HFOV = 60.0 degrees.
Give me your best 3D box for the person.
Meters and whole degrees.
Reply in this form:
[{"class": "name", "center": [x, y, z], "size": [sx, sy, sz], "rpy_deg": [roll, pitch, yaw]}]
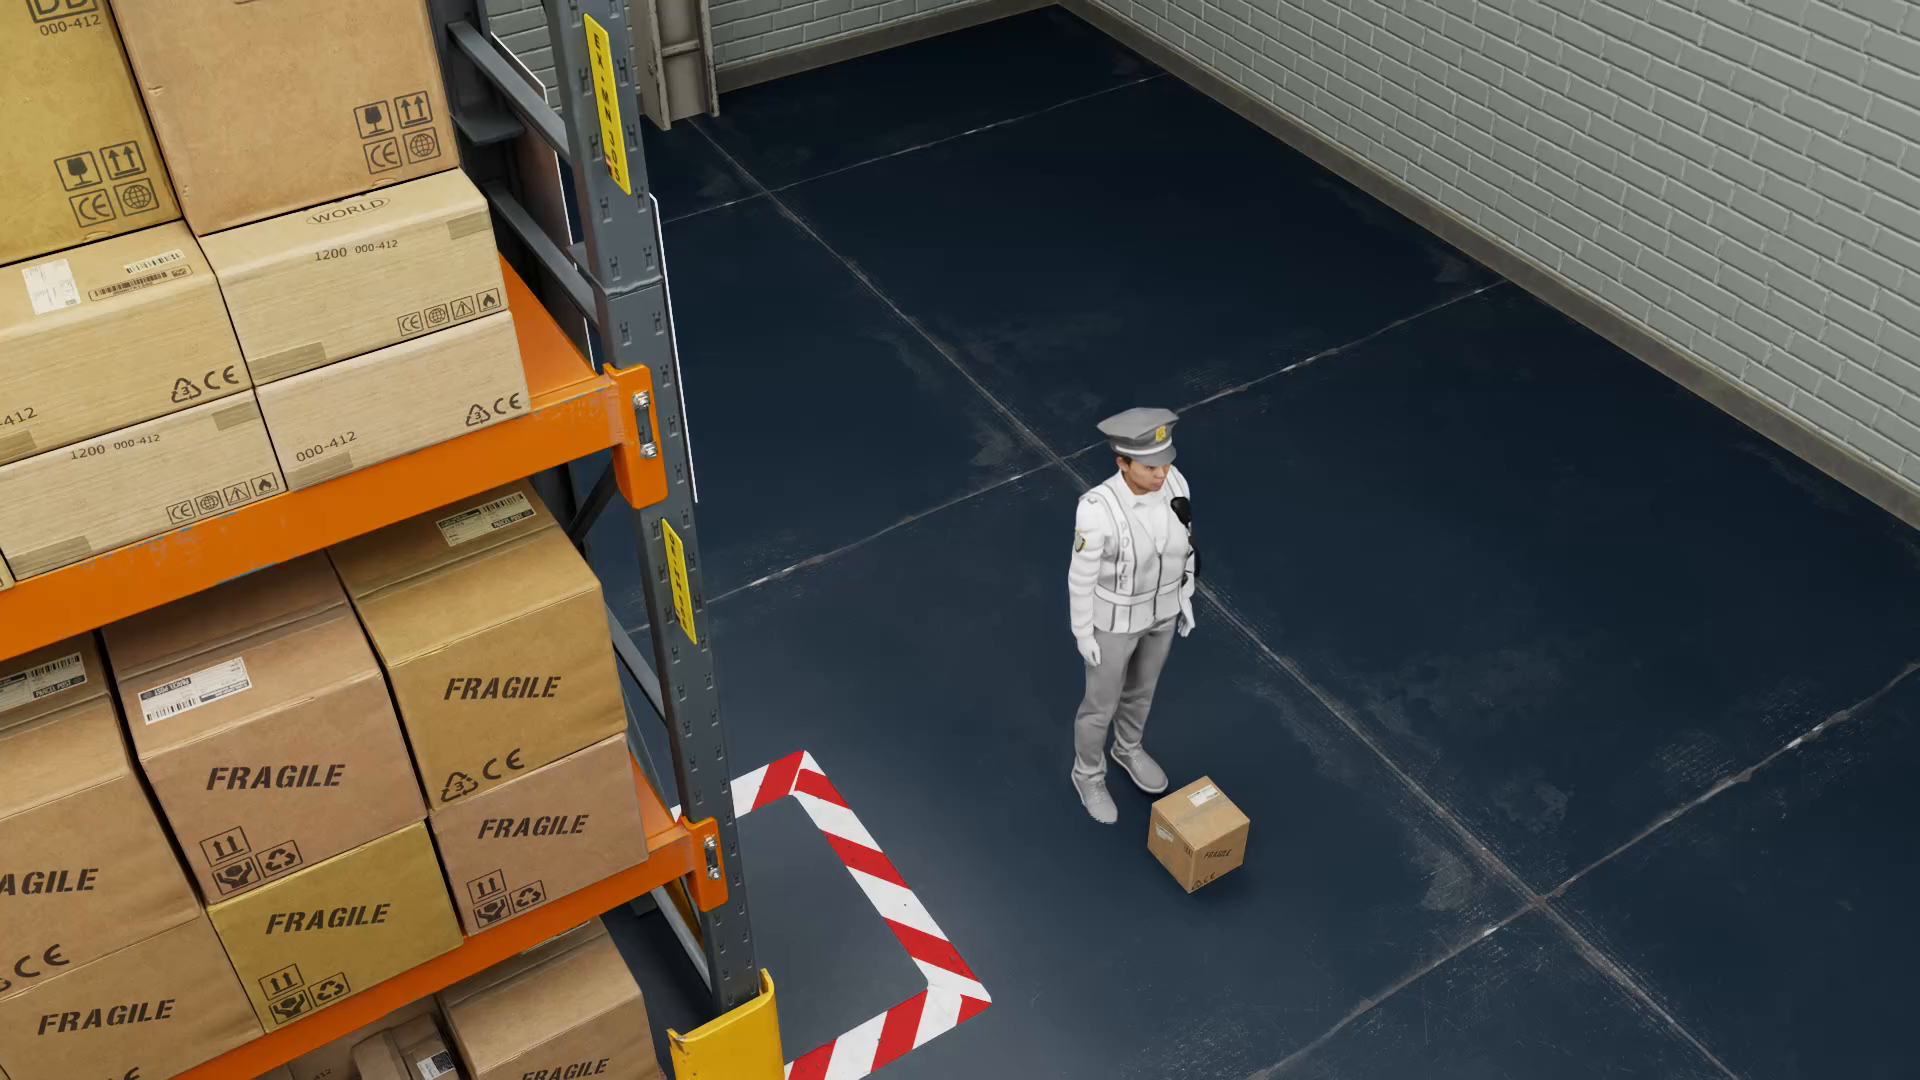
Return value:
[{"class": "person", "center": [0.614, 0.274, 5.847], "size": [0.490, 1.736, 0.392], "rpy_deg": [-22, 46, -23]}]
